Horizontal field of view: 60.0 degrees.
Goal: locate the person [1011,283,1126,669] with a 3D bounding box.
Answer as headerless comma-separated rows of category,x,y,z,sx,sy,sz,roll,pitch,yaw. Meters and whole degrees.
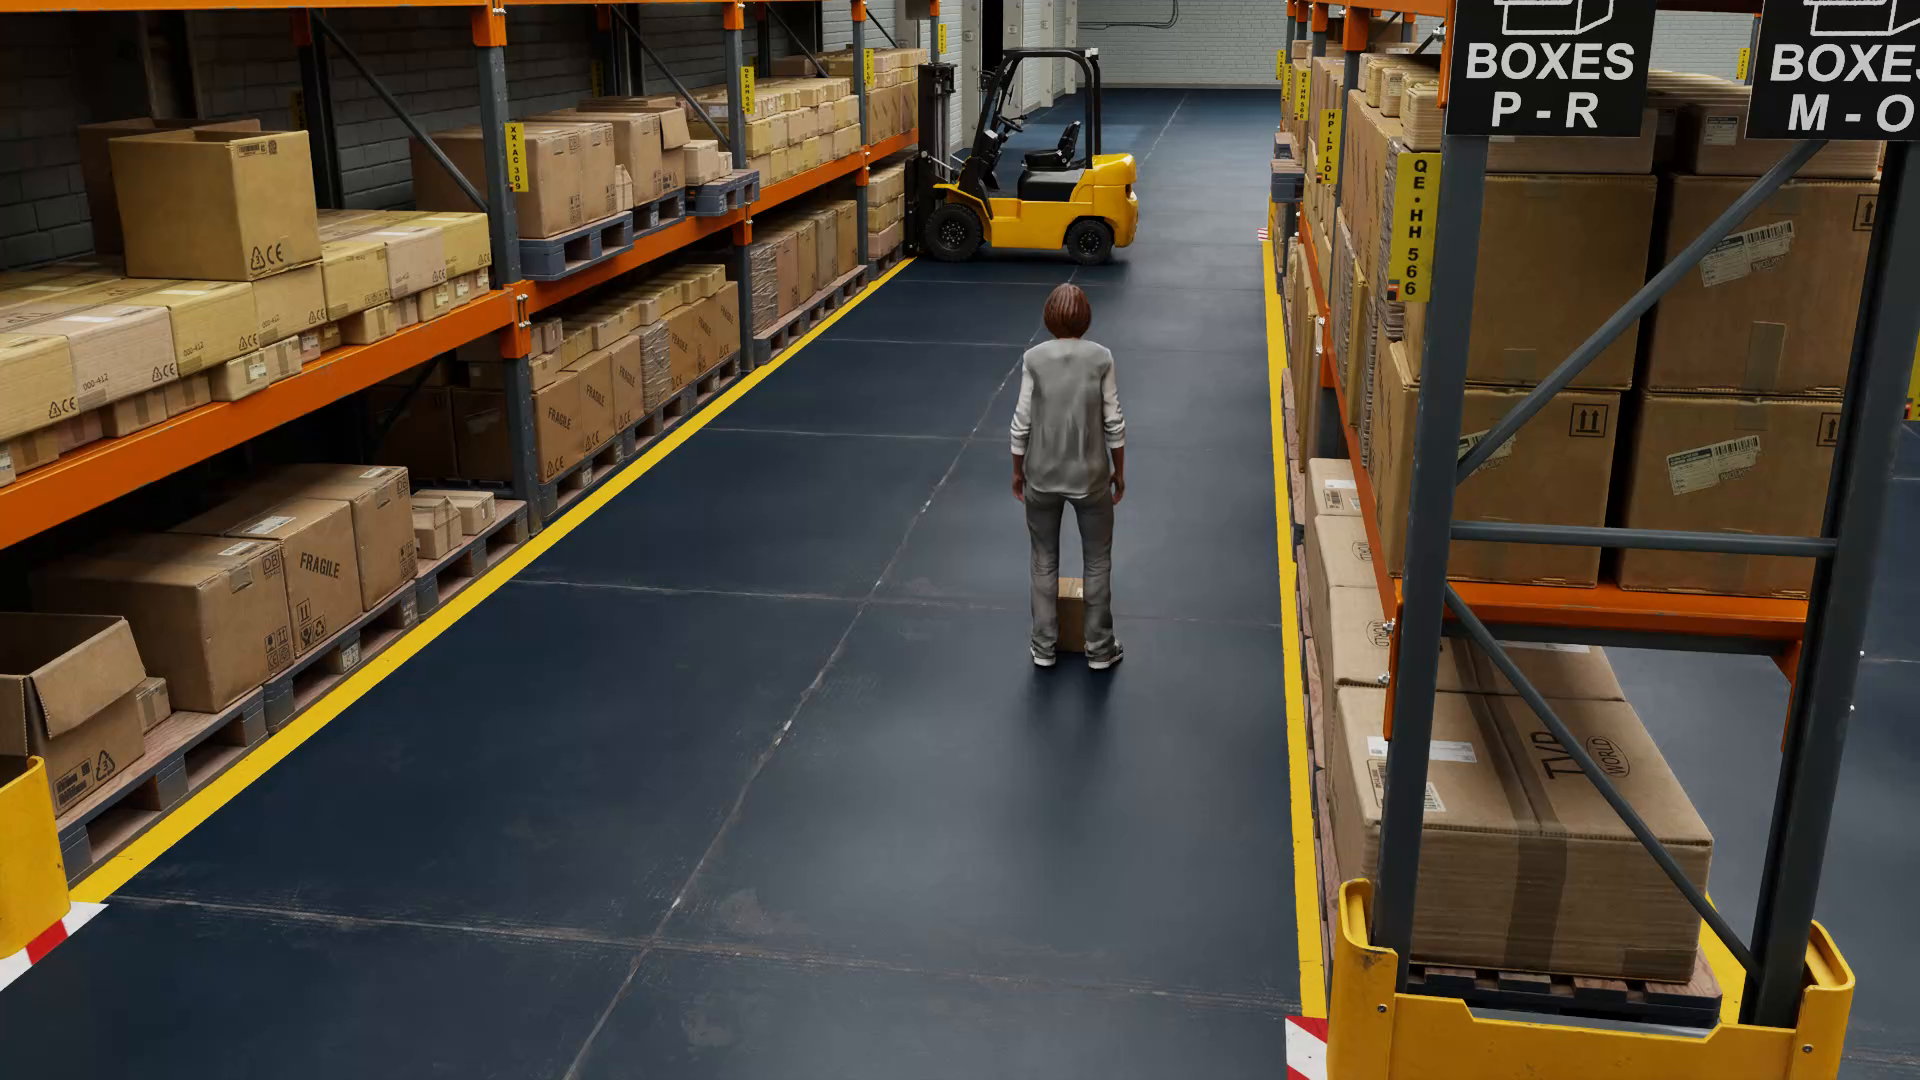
person,0.446,-0.188,6.825,0.482,1.481,0.341,2,18,7
